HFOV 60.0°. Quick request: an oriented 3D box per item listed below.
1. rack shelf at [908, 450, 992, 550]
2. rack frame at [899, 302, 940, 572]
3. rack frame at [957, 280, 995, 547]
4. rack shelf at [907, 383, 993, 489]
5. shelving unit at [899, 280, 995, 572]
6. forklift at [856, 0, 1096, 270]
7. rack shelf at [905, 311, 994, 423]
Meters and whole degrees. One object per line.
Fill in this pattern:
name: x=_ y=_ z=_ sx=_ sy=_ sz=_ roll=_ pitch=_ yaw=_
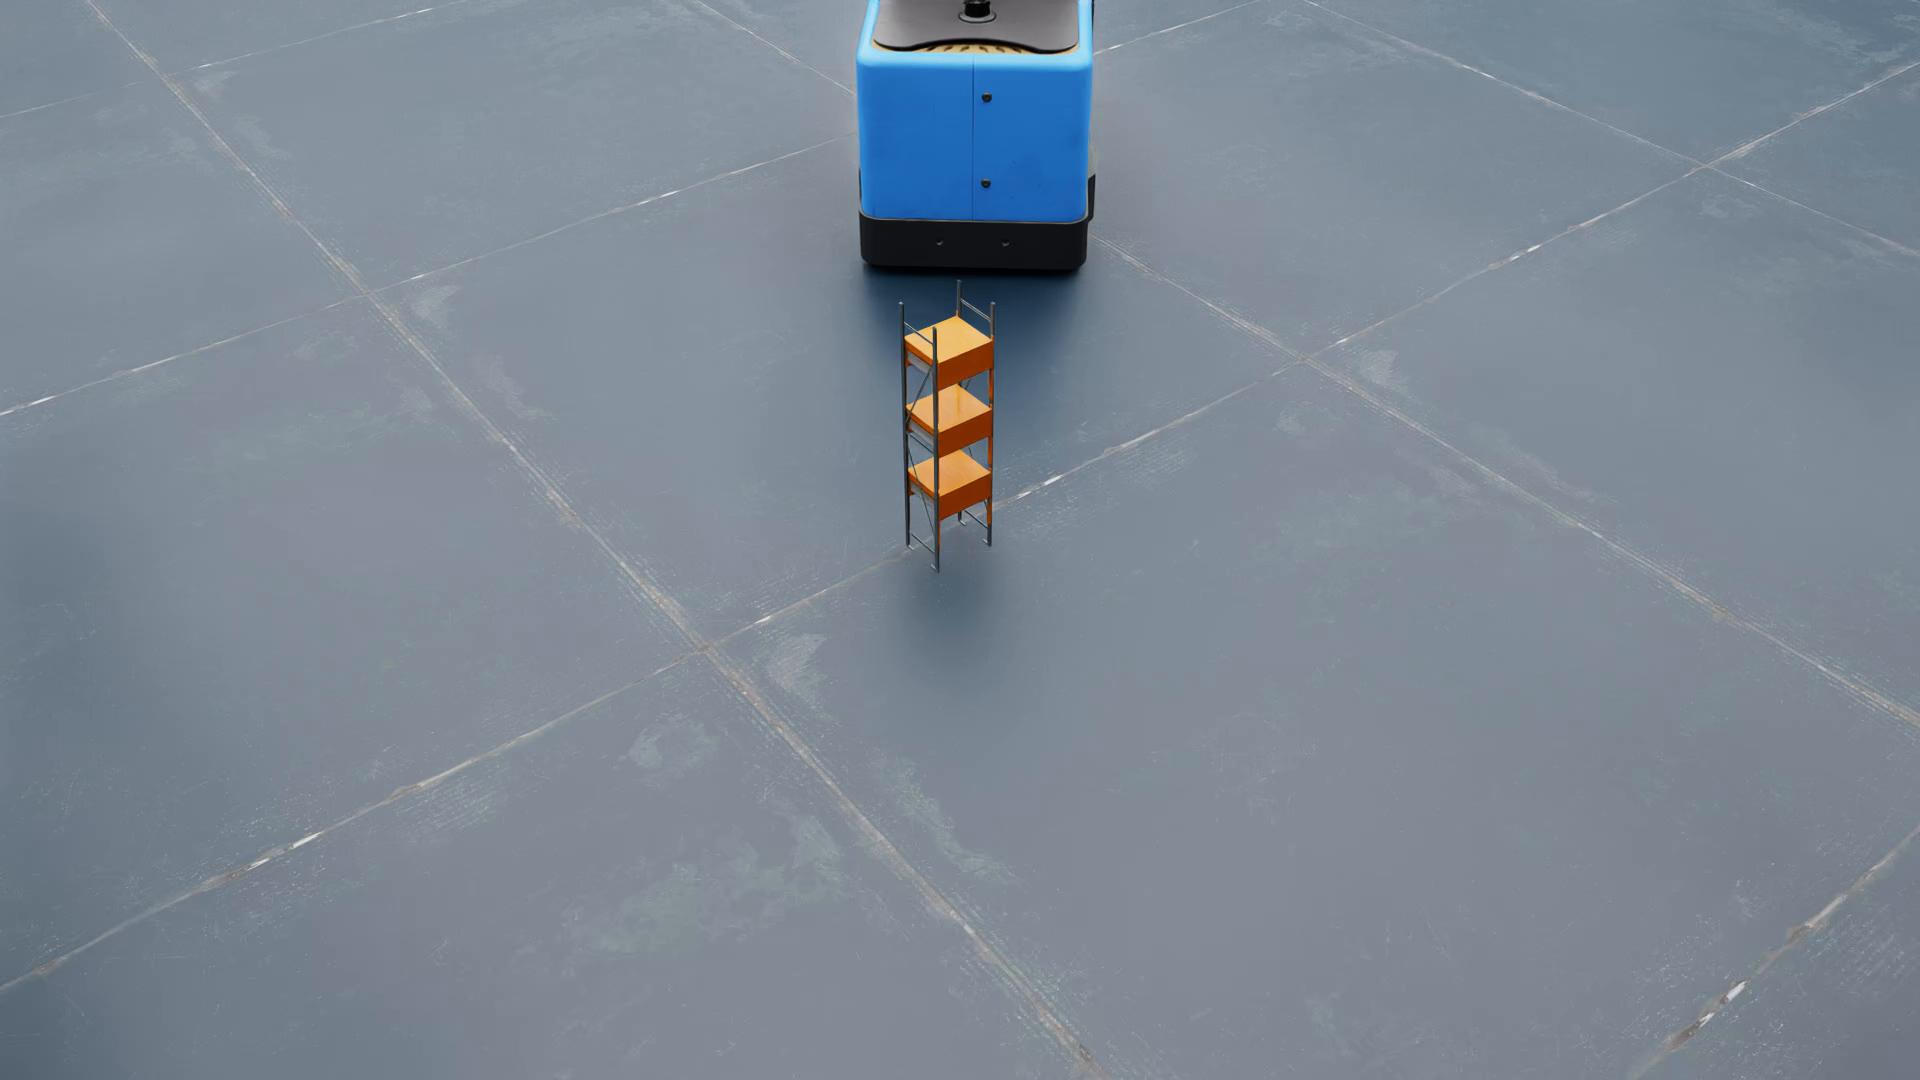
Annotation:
rack shelf: x=-0.042 y=-0.162 z=6.075 sx=0.240 sy=0.259 sz=0.215 roll=-26 pitch=46 yaw=-28
rack frame: x=-0.139 y=-0.338 z=5.834 sx=0.008 sy=1.050 sz=0.200 roll=-26 pitch=46 yaw=-28
rack frame: x=0.054 y=-0.432 z=5.949 sx=0.008 sy=1.050 sz=0.200 roll=-26 pitch=46 yaw=-28
rack shelf: x=-0.042 y=-0.377 z=5.899 sx=0.240 sy=0.259 sz=0.215 roll=-26 pitch=46 yaw=-28
shelving unit: x=-0.042 y=-0.385 z=5.892 sx=0.252 sy=1.050 sz=0.215 roll=-26 pitch=46 yaw=-28
forklift: x=0.129 y=-3.292 z=7.951 sx=1.130 sy=2.935 sz=3.031 roll=2 pitch=39 yaw=2
rack shelf: x=-0.042 y=-0.596 z=5.719 sx=0.240 sy=0.259 sz=0.215 roll=-26 pitch=46 yaw=-28
